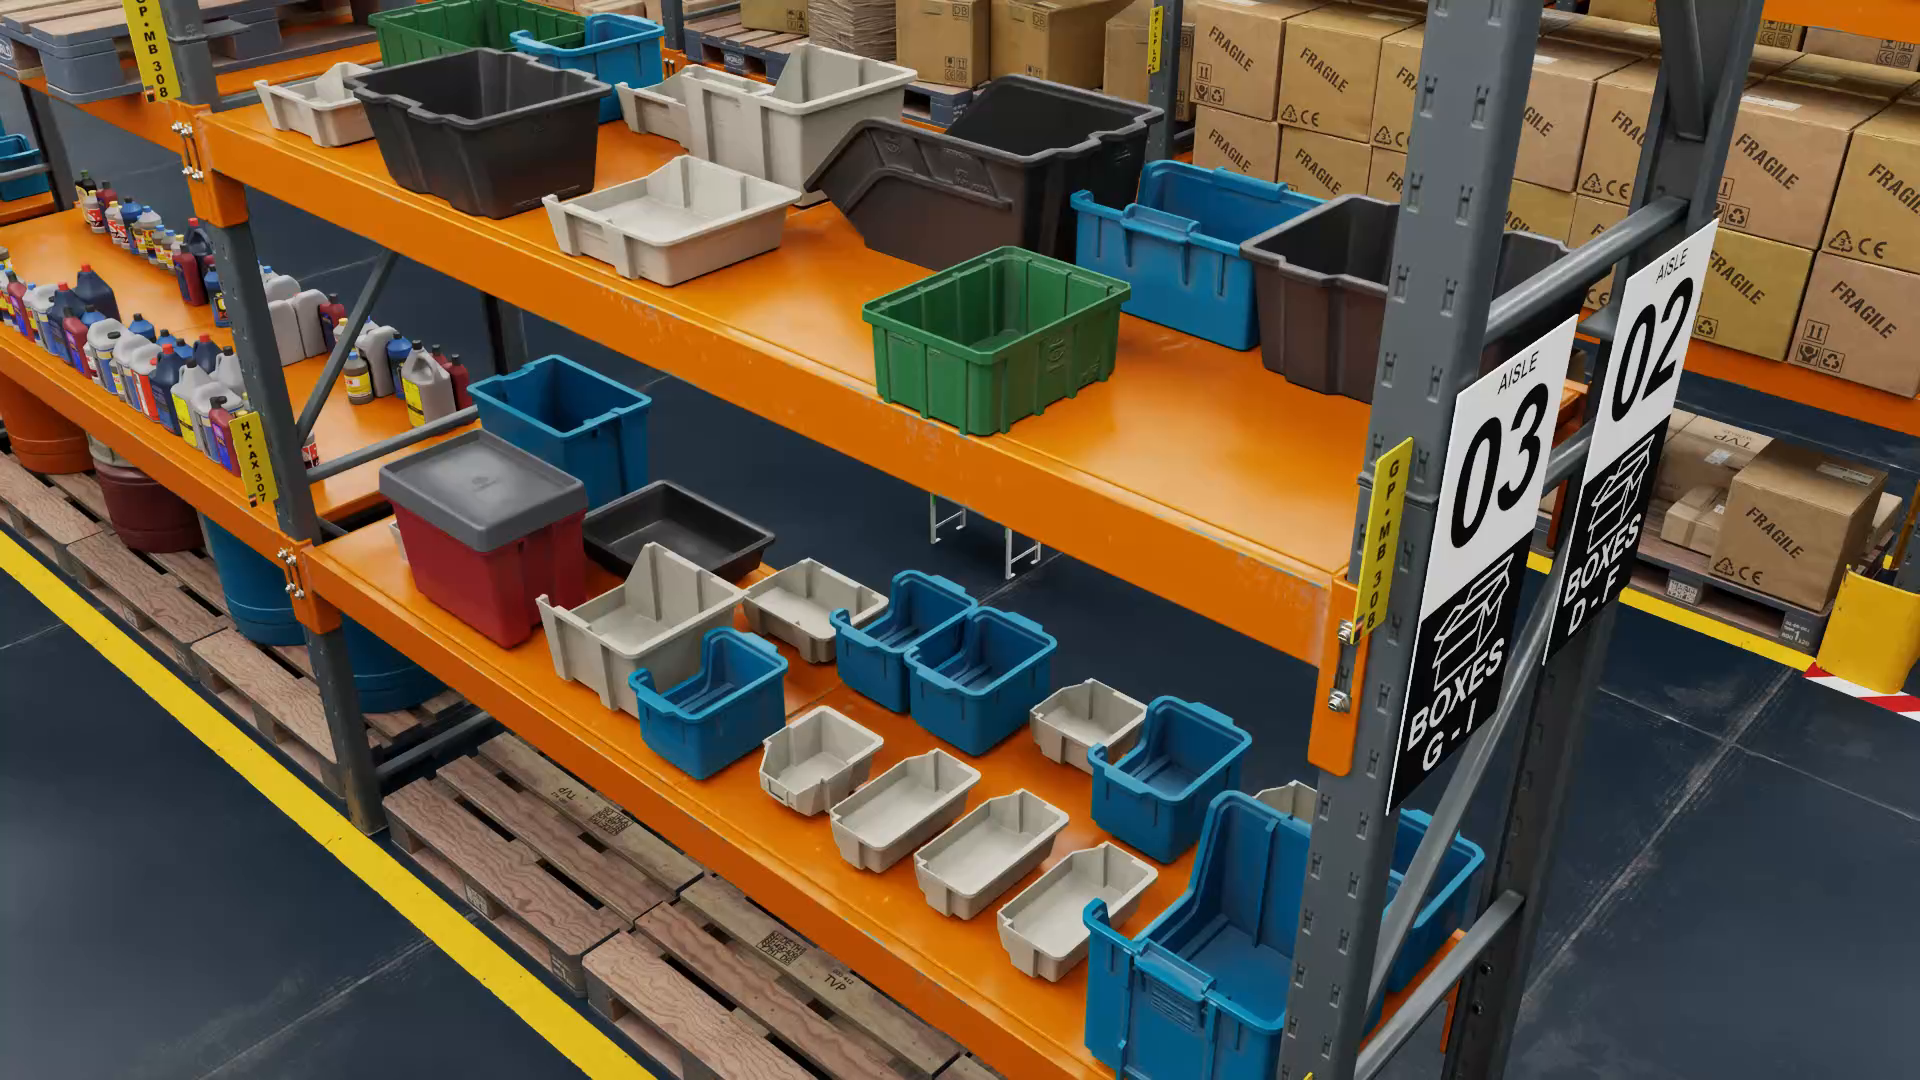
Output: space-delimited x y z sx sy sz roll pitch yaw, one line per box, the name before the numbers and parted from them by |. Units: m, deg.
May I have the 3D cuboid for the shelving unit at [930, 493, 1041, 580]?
shelving unit | 0.123 -0.457 7.845 0.503 1.200 0.258 25 39 35

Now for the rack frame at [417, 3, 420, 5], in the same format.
rack frame | -4.573 -5.017 13.675 0.127 3.000 1.000 25 39 35

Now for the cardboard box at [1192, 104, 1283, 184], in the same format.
cardboard box | 1.553 -2.010 8.584 0.500 0.500 0.500 26 40 36

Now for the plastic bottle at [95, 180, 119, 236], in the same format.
plastic bottle | -4.177 -1.633 8.167 0.133 0.283 0.061 25 39 35

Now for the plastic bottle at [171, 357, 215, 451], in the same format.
plastic bottle | -2.870 -0.527 6.265 0.185 0.351 0.144 25 39 35

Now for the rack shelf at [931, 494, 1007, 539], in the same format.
rack shelf | 0.123 -0.196 8.002 0.480 0.148 0.258 25 39 35

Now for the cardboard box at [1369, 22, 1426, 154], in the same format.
cardboard box | 2.282 -2.092 7.750 0.500 0.500 0.500 24 38 34

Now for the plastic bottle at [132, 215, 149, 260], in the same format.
plastic bottle | -3.887 -1.450 7.942 0.097 0.201 0.097 0 31 0

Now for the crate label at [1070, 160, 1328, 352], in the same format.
crate label | 0.530 -0.635 3.632 0.502 0.251 0.408 25 39 35

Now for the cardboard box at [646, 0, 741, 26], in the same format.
cardboard box | -1.848 -3.737 11.635 0.500 0.311 0.500 -27 40 -37

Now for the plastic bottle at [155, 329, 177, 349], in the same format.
plastic bottle | -3.152 -0.715 6.653 0.097 0.271 0.097 0 31 0

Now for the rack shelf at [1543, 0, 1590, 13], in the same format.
rack shelf | 3.196 -4.528 13.560 4.000 0.370 1.077 25 39 35

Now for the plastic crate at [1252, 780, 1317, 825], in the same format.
plastic crate | 0.853 0.762 4.273 0.298 0.136 0.250 25 39 35

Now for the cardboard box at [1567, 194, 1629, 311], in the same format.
cardboard box | 3.056 -1.310 7.421 0.500 0.500 0.500 25 39 35

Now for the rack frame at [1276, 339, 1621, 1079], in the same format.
rack frame | 0.997 1.029 3.632 0.127 3.000 1.000 25 39 35

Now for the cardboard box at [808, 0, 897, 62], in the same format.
cardboard box | -0.515 -3.291 10.304 0.700 0.500 0.500 -21 37 -31

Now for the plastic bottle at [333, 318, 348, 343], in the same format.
plastic bottle | -2.539 -0.821 6.897 0.097 0.201 0.097 0 31 0

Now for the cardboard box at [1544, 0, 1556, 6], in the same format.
cardboard box | 4.239 -4.053 12.299 0.250 0.149 0.380 25 39 36

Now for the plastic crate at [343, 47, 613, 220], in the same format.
plastic crate | -1.232 -1.050 4.303 0.590 0.269 0.497 25 39 35

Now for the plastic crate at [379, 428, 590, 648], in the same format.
plastic crate | -1.475 -0.003 5.227 0.583 0.464 0.402 25 39 35

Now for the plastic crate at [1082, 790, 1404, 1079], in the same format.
plastic crate | 0.624 0.944 3.681 0.499 0.435 0.616 25 39 35

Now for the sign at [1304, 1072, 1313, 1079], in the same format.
sign | 0.640 1.175 3.231 0.005 0.325 0.100 25 39 35

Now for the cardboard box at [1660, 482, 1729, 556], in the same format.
cardboard box | 3.515 -0.107 7.840 0.250 0.166 0.380 25 39 35

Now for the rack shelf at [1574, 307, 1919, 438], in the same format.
rack shelf | 2.841 -1.248 8.112 4.000 0.370 1.077 25 39 35

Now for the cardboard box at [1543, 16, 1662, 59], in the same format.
cardboard box | 3.034 -2.118 7.793 0.500 0.500 0.500 25 39 35

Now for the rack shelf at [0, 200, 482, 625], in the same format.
rack shelf | -3.451 -0.739 7.267 4.000 0.370 1.077 25 39 35

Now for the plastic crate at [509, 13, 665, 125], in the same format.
plastic crate | -1.079 -1.376 4.881 0.300 0.233 0.416 25 39 35

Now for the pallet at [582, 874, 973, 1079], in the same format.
pallet | -0.489 1.501 5.551 1.213 0.211 1.003 25 39 35

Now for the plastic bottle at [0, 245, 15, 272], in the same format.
plastic bottle | -4.417 -1.275 7.652 0.097 0.201 0.097 0 31 0

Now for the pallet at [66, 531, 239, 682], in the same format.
pallet | -3.421 0.134 7.822 1.213 0.211 1.003 25 39 35

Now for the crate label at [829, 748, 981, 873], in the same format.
crate label | -0.157 0.711 4.359 0.243 0.136 0.396 25 39 35

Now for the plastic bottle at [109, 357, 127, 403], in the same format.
plastic bottle | -3.327 -0.660 6.631 0.097 0.201 0.097 0 31 0

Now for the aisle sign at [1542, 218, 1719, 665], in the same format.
aisle sign | 1.250 -0.173 3.109 0.004 0.787 0.394 25 39 35

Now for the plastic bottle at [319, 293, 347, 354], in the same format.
plastic bottle | -2.613 -0.903 6.954 0.133 0.283 0.061 25 39 35

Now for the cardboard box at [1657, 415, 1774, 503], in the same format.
cardboard box | 3.740 -0.344 8.152 0.500 0.250 0.500 25 39 35

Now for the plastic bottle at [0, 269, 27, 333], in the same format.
plastic bottle | -4.078 -1.041 7.195 0.097 0.271 0.097 0 31 0

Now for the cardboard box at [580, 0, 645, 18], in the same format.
cardboard box | -2.460 -3.730 11.782 0.250 0.149 0.380 25 39 35

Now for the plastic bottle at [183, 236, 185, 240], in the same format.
plastic bottle | -3.501 -1.317 7.643 0.133 0.283 0.061 25 39 35

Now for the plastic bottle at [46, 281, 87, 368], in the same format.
plastic bottle | -3.686 -0.908 6.898 0.185 0.351 0.144 25 39 35

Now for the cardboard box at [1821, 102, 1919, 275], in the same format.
cardboard box | 3.809 -1.384 6.574 0.500 0.500 0.500 25 39 35

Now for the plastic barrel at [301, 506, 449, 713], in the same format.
plastic barrel | -2.361 0.169 6.688 0.708 0.901 0.600 25 39 35

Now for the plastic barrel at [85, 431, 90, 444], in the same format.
plastic barrel | -4.082 -0.530 8.226 0.421 0.512 0.421 0 31 0

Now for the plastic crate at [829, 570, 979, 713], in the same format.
plastic crate | -0.164 0.304 4.940 0.300 0.233 0.416 25 39 35

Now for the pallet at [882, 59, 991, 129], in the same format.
pallet | -0.163 -2.879 10.310 1.213 0.211 1.003 25 39 35

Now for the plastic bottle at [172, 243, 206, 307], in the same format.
plastic bottle | -3.460 -1.198 7.445 0.133 0.283 0.061 25 39 35

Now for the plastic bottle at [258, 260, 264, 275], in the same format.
plastic bottle | -3.054 -1.091 7.279 0.097 0.271 0.097 0 31 0

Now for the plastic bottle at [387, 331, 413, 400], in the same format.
plastic bottle | -2.223 -0.703 6.634 0.097 0.271 0.097 0 31 0

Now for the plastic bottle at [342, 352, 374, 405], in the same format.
plastic bottle | -2.397 -0.648 6.611 0.097 0.201 0.097 0 31 0
